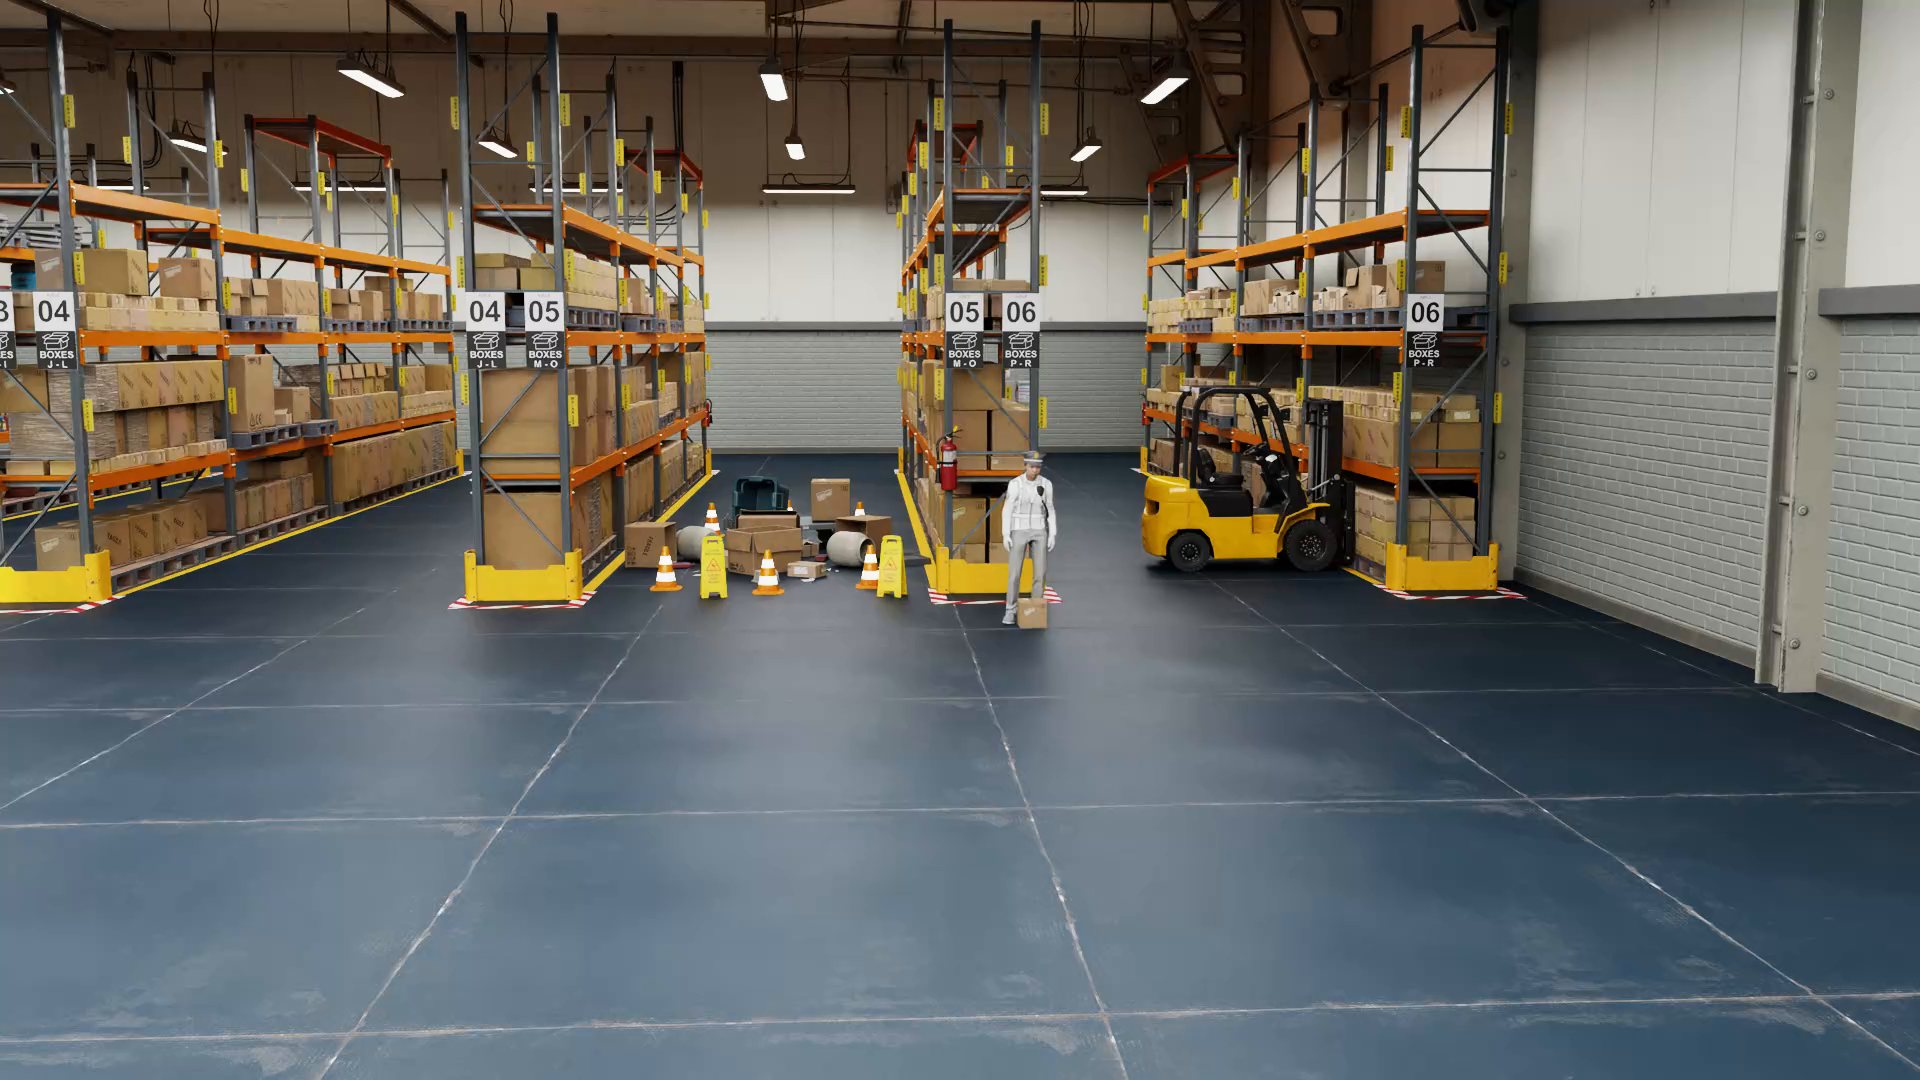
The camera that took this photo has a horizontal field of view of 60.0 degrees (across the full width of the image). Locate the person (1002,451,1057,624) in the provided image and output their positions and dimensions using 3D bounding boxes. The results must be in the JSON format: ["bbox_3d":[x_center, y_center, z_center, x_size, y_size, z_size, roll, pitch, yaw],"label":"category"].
[{"bbox_3d":[0.666,-0.031,15.997,0.538,1.662,0.374,-1,7,-7],"label":"person"}]
